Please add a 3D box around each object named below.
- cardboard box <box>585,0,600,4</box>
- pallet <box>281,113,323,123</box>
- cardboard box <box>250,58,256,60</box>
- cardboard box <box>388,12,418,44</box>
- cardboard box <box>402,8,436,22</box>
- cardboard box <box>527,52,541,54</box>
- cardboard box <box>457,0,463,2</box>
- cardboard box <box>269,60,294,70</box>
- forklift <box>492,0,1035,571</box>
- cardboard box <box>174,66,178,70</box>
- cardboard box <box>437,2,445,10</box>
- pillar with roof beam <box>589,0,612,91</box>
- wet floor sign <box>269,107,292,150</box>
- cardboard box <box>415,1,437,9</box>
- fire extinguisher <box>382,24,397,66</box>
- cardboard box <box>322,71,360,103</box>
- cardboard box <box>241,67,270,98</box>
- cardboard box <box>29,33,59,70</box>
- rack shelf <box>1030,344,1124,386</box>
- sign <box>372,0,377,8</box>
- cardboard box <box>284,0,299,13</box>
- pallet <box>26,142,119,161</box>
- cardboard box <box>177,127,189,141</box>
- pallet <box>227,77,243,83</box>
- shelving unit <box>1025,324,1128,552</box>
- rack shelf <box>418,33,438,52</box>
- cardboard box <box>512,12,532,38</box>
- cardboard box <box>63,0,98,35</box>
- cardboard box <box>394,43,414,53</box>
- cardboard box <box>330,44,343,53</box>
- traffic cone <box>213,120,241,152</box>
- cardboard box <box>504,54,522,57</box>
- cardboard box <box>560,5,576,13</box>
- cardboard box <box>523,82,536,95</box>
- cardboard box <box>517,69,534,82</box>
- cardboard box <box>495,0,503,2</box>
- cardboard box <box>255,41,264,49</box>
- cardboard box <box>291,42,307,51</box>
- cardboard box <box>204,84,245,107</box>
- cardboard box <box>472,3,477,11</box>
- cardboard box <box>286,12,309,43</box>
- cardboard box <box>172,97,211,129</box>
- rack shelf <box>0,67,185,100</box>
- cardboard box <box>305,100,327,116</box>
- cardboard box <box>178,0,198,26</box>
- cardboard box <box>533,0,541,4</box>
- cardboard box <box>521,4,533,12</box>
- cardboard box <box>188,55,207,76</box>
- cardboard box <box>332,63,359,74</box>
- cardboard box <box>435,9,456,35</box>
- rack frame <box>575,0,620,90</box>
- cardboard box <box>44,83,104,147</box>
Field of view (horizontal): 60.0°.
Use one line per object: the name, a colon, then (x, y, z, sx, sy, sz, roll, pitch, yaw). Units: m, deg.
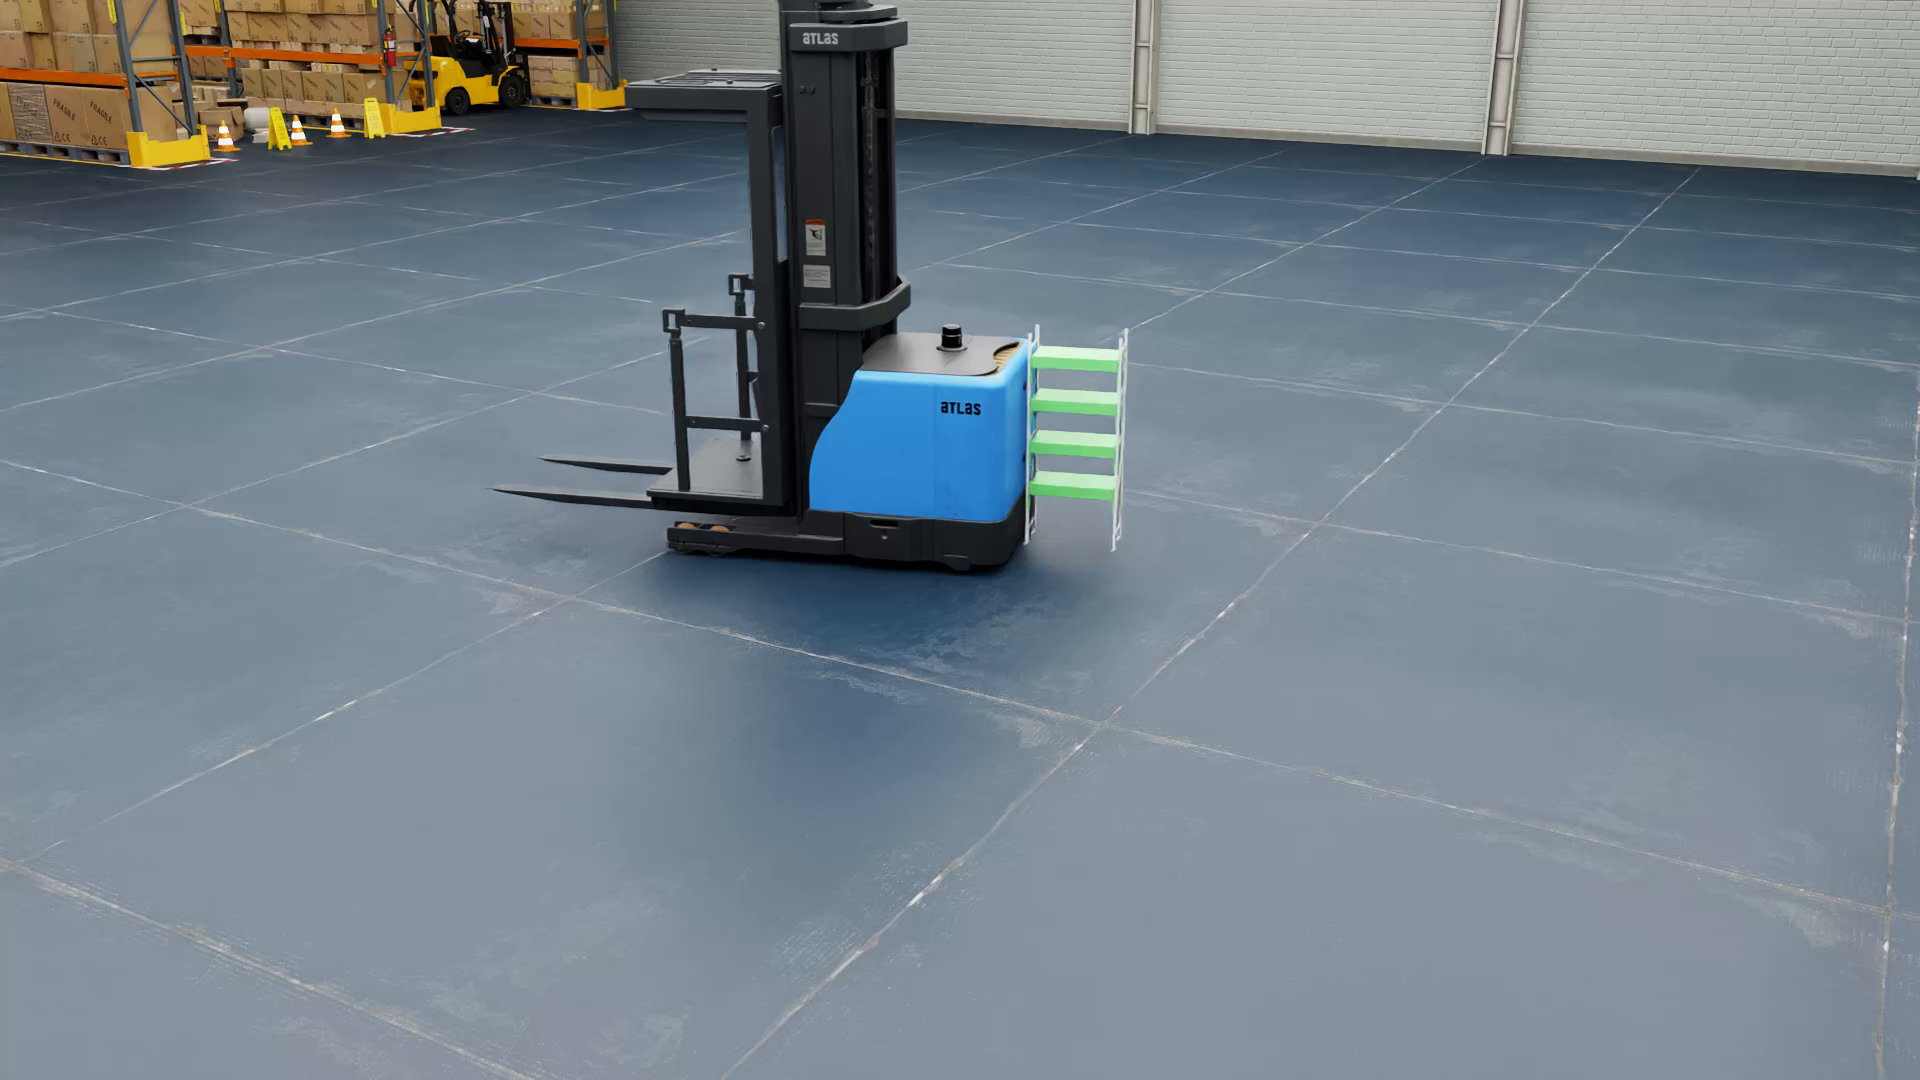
cardboard box: (-7.339, -10.682, 32.879, 0.250, 0.149, 0.380, 10, 22, 26)
pallet: (-12.456, -7.845, 30.683, 1.213, 0.211, 1.003, 11, 23, 27)
cardboard box: (-15.499, -10.602, 37.244, 0.500, 0.500, 0.500, 12, 23, 30)
cardboard box: (-9.846, -8.940, 29.030, 0.500, 0.500, 0.500, 10, 22, 26)
cardboard box: (-11.196, -10.906, 34.517, 0.500, 0.250, 0.500, 10, 22, 26)
cardboard box: (-8.791, -9.837, 34.035, 0.500, 0.250, 0.500, 10, 22, 26)
cardboard box: (-10.010, -11.030, 33.839, 0.250, 0.149, 0.380, 10, 22, 26)
cardboard box: (-12.147, -8.517, 29.812, 0.250, 0.149, 0.380, 12, 23, 29)
forklift: (-1.132, -1.457, 9.083, 3.031, 2.935, 1.130, 4, 20, 12)
cardboard box: (-18.256, -10.928, 38.658, 0.250, 0.149, 0.380, 10, 22, 26)
cardboard box: (-10.492, -10.956, 34.072, 0.250, 0.149, 0.380, 10, 22, 26)
pillar with roof beam: (-9.418, -11.993, 29.231, 0.400, 9.000, 9.100, 11, 23, 27)
wet floor sign: (-10.903, -6.579, 26.557, 0.232, 0.644, 0.267, 7, 21, 18)
cardboard box: (-11.049, -11.078, 34.409, 0.250, 0.149, 0.380, 12, 23, 29)
fire extinguisher: (-9.693, -8.399, 28.235, 0.183, 0.674, 0.296, 11, 23, 27)
cardboard box: (-10.852, -7.991, 29.312, 0.500, 0.500, 0.500, 12, 23, 29)
cardboard box: (-12.677, -8.336, 30.264, 0.500, 0.500, 0.500, 12, 23, 30)
cardboard box: (-13.641, -7.512, 25.454, 0.500, 0.550, 0.875, 11, 23, 27)
rack shelf: (0.636, -0.949, 9.001, 0.480, 0.148, 0.258, 4, 20, 12)
sign: (-9.856, -9.123, 27.955, 0.005, 0.325, 0.100, 11, 23, 27)
cardboard box: (-11.422, -9.534, 29.200, 0.500, 0.500, 0.700, 11, 22, 27)
pallet: (-13.691, -6.104, 25.882, 1.213, 0.211, 1.003, 11, 23, 27)
cardboard box: (-12.987, -6.744, 27.567, 0.258, 0.266, 0.396, 16, 25, 36)
pallet: (-15.829, -10.428, 37.805, 1.213, 0.211, 1.003, 11, 23, 27)
shelving unit: (0.636, -0.558, 9.143, 0.503, 1.200, 0.258, 4, 20, 12)
rack shelf: (-12.389, -10.730, 35.601, 4.000, 0.370, 1.077, 11, 23, 27)
cardboard box: (-8.604, -10.295, 33.201, 0.500, 0.500, 0.500, 10, 22, 26)
cardboard box: (-12.724, -7.817, 24.712, 0.550, 0.550, 0.875, 11, 23, 27)
cardboard box: (-9.763, -8.592, 29.021, 0.250, 0.149, 0.380, 11, 23, 28)
cardboard box: (-10.727, -8.564, 28.945, 0.250, 0.149, 0.380, 11, 23, 28)
traffic cone: (-11.665, -6.420, 26.385, 0.334, 0.463, 0.336, 11, 23, 27)
cardboard box: (-9.037, -9.680, 33.601, 0.500, 0.250, 0.500, 10, 22, 26)
cardboard box: (-7.590, -10.397, 32.529, 0.250, 0.149, 0.380, 11, 23, 28)
cardboard box: (-8.577, -9.131, 33.554, 0.500, 0.250, 0.500, 11, 23, 28)
cardboard box: (-8.621, -9.364, 33.465, 0.500, 0.250, 0.500, 10, 22, 26)
cardboard box: (-9.119, -10.859, 33.369, 0.250, 0.149, 0.380, 11, 23, 28)
cardboard box: (-12.449, -8.930, 29.952, 0.250, 0.149, 0.380, 11, 23, 27)
cardboard box: (-11.596, -8.742, 29.435, 0.250, 0.149, 0.380, 11, 23, 27)
cardboard box: (-13.519, -8.306, 31.101, 0.625, 0.372, 0.950, 11, 23, 28)
cardboard box: (-9.617, -10.771, 33.563, 0.250, 0.149, 0.380, 11, 22, 27)
cardboard box: (-11.479, -9.046, 29.321, 0.500, 0.500, 0.500, 11, 23, 28)
cardboard box: (-13.156, -7.174, 28.205, 0.503, 0.637, 0.797, 11, 23, 27)
rack shelf: (-13.640, -7.096, 25.583, 4.000, 0.370, 1.077, 11, 23, 27)
cardboard box: (-11.313, -7.725, 29.679, 0.500, 0.250, 0.500, 10, 22, 25)
cardboard box: (-14.009, -9.732, 30.597, 0.500, 0.500, 0.500, 11, 23, 28)
cardboard box: (-8.219, -10.690, 32.901, 0.250, 0.149, 0.380, 11, 23, 28)
cardboard box: (-8.491, -10.567, 32.998, 0.250, 0.149, 0.380, 10, 22, 26)
cardboard box: (-17.314, -10.941, 38.178, 0.500, 0.500, 0.500, 12, 23, 30)
cardboard box: (-10.748, -8.251, 29.078, 0.250, 0.149, 0.380, 12, 23, 29)
cardboard box: (-10.382, -10.631, 34.127, 0.500, 0.500, 0.500, 10, 22, 26)
rack frame: (-7.150, -10.070, 32.728, 0.127, 3.000, 1.000, 11, 23, 27)
cardboard box: (-13.287, -6.539, 25.493, 0.875, 0.875, 0.875, 10, 22, 26)
